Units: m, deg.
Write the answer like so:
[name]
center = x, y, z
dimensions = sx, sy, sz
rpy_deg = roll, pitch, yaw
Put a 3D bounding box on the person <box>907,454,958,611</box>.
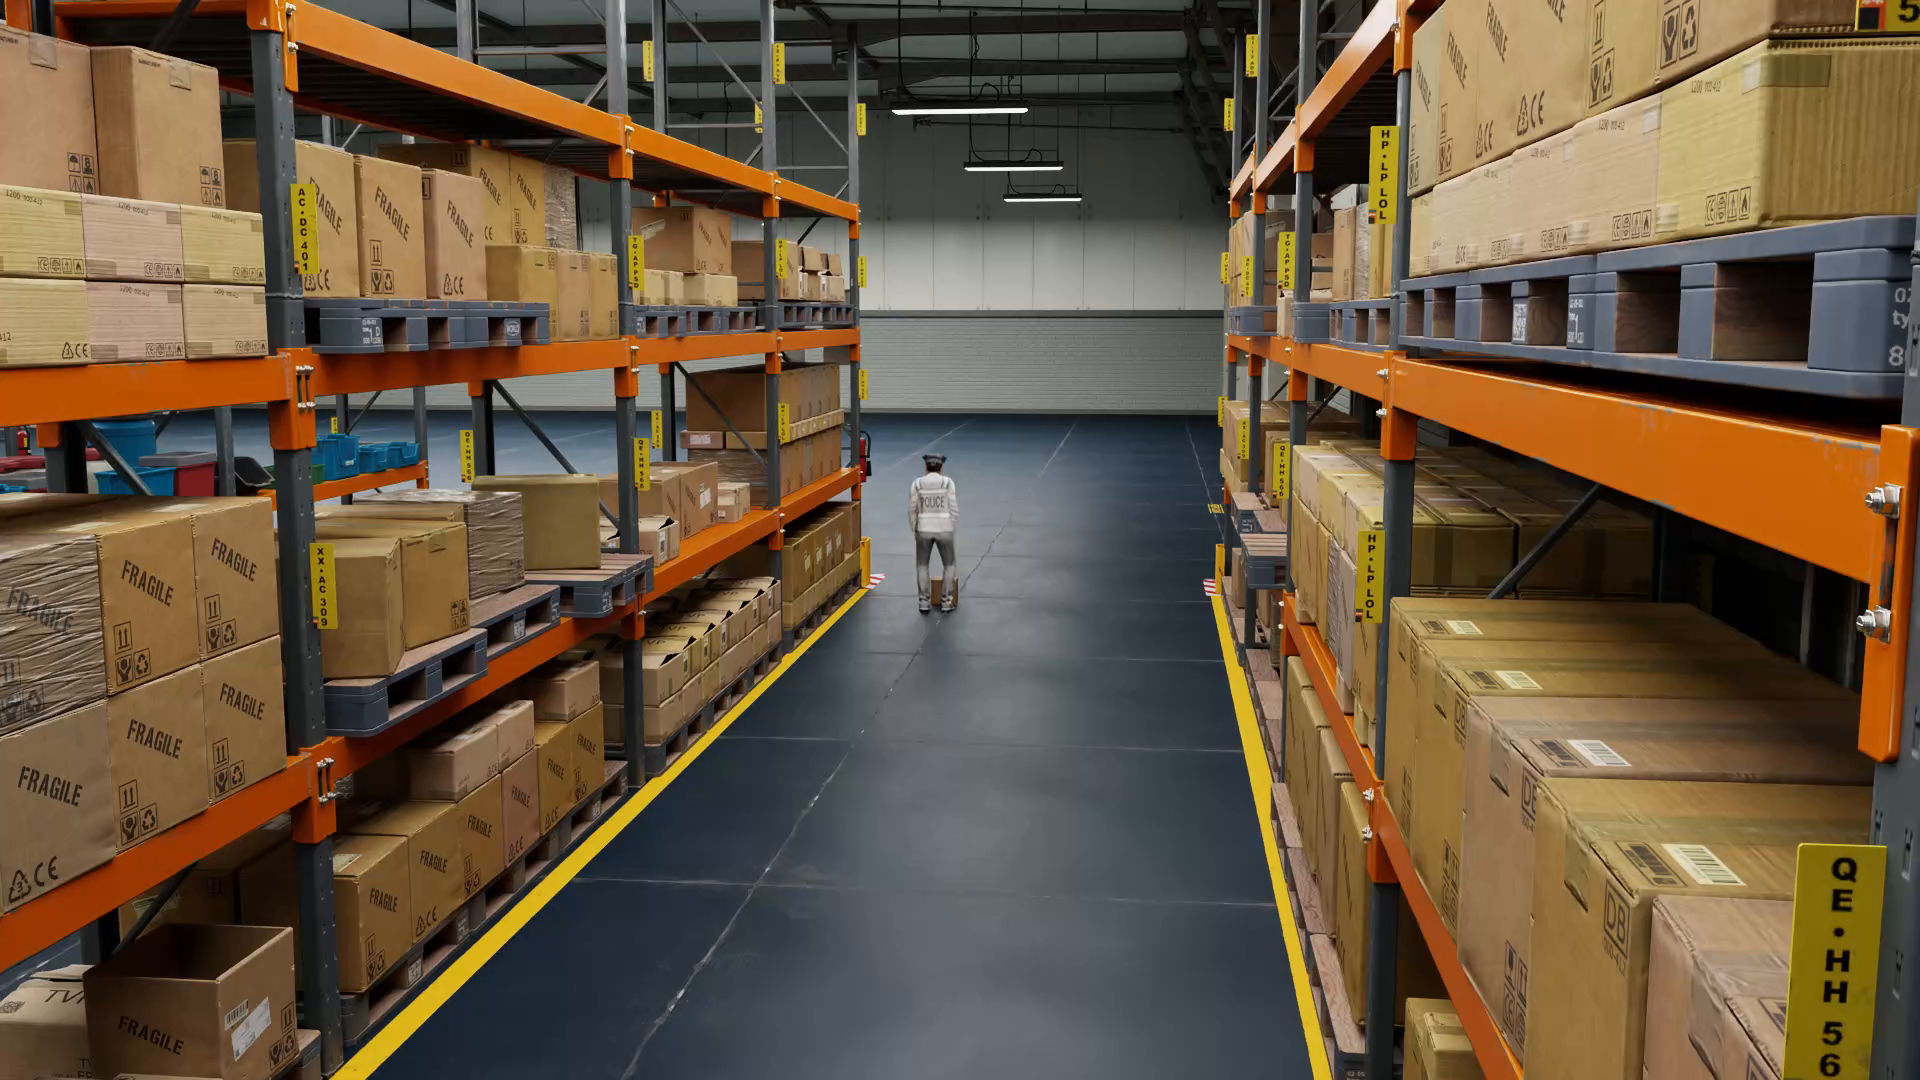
[person]
center = -0.271, -0.070, 16.690
dimensions = 0.516, 1.576, 0.526
rpy_deg = 1, 8, 7
